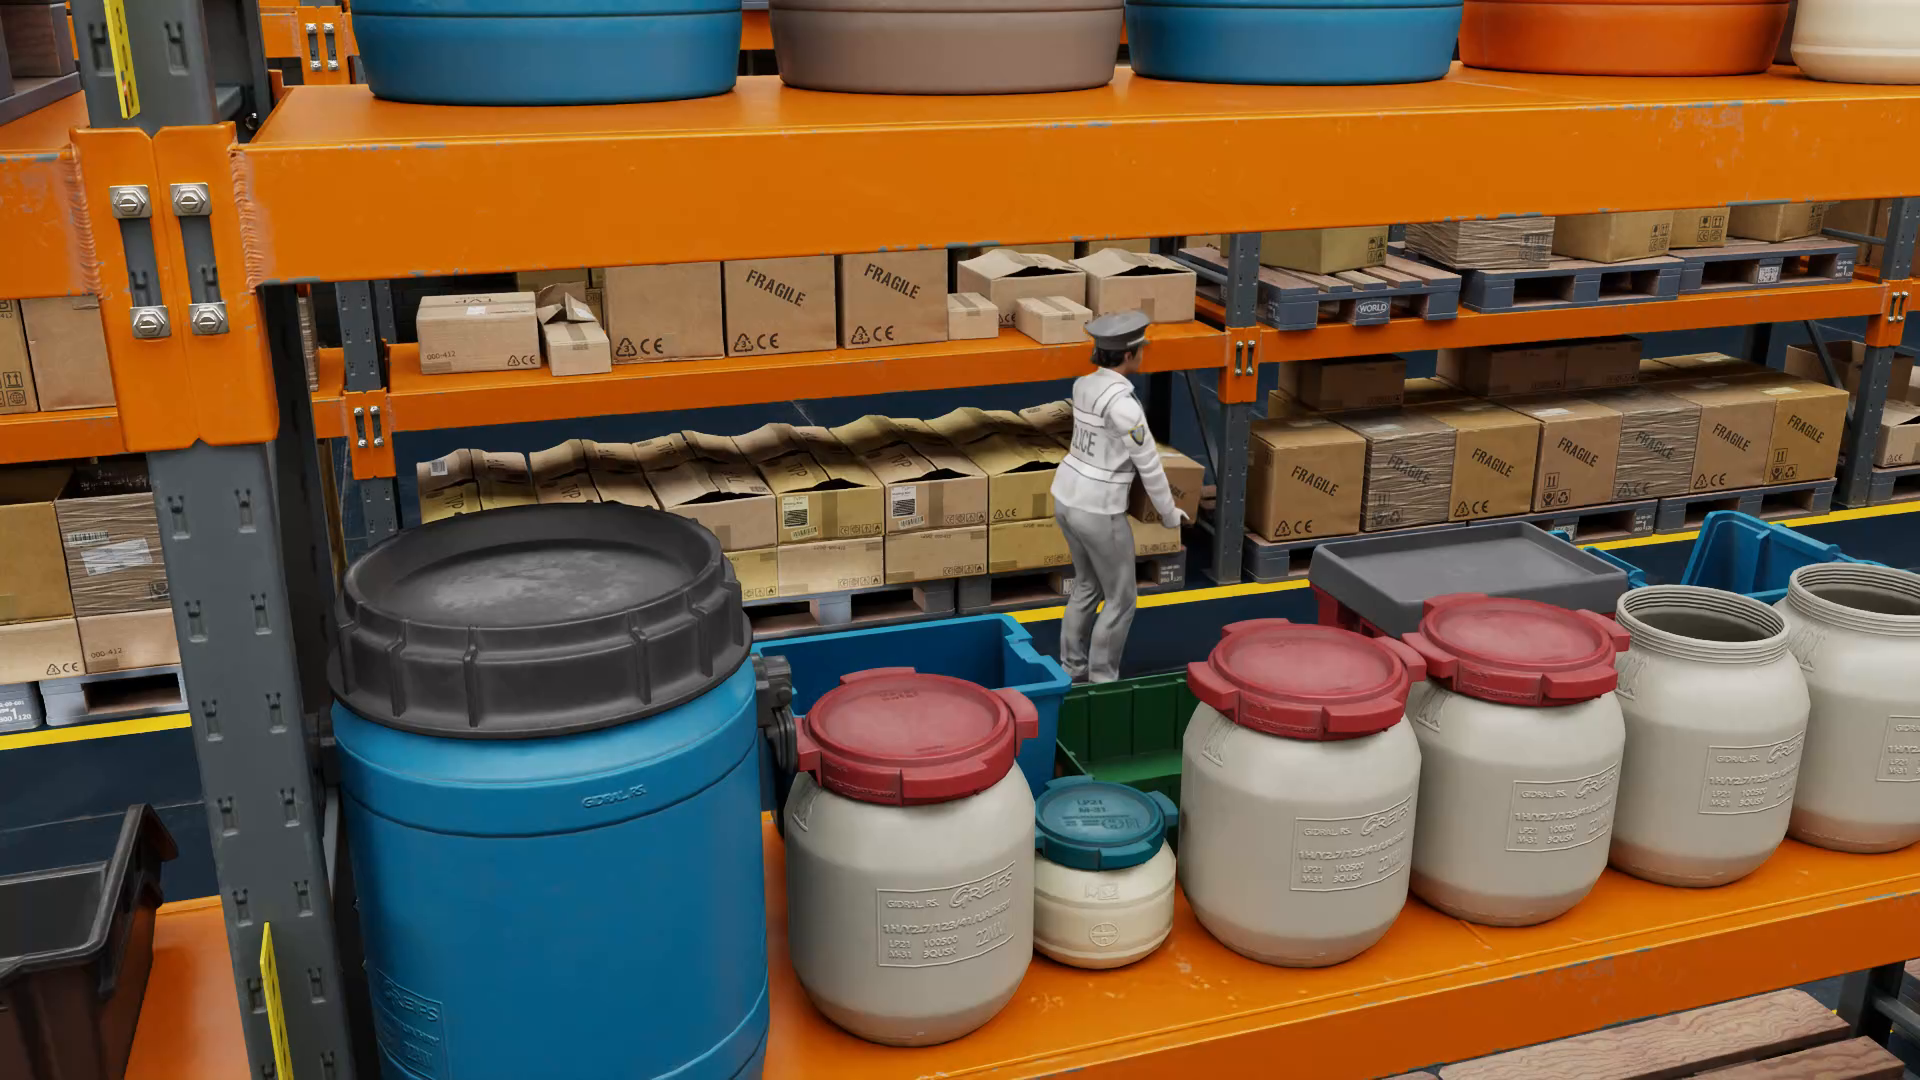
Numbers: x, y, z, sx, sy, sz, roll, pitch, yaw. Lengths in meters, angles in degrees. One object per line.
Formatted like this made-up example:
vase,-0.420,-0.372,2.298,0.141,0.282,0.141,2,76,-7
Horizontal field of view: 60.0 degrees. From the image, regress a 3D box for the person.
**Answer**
person,0.649,-0.126,6.940,0.541,1.664,0.417,-7,21,-19
